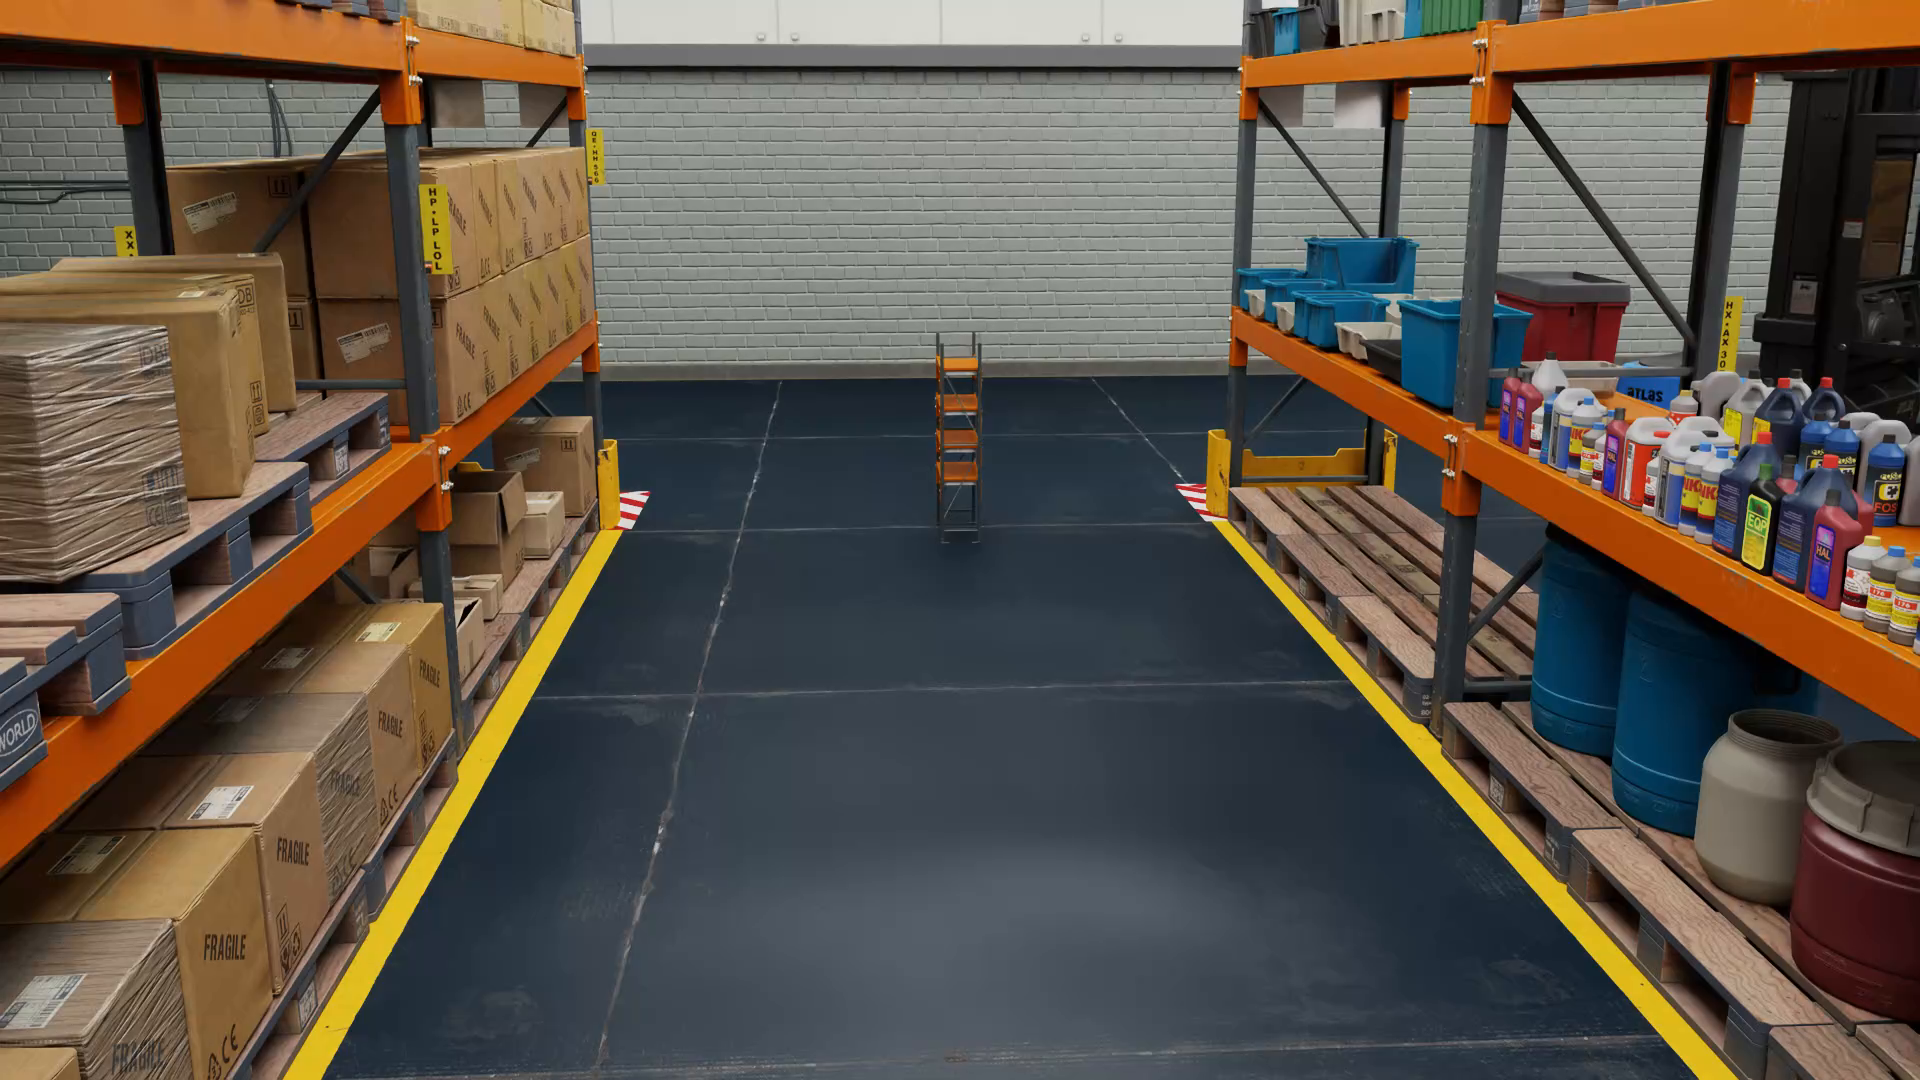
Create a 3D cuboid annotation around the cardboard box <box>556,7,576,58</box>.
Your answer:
[{"bbox_3d":[-2.438,-2.826,9.270,0.500,0.250,0.500,-1,14,-3],"label":"cardboard box"}]

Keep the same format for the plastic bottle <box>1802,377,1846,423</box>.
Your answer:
[{"bbox_3d":[2.854,-0.357,5.492,0.144,0.351,0.185,-1,14,-3],"label":"plastic bottle"}]

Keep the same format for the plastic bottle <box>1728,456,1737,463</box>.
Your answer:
[{"bbox_3d":[2.302,-0.151,4.994,0.097,0.201,0.097,0,14,0],"label":"plastic bottle"}]

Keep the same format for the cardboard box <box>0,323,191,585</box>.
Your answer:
[{"bbox_3d":[-2.255,-0.217,3.806,0.700,0.500,0.500,2,15,7],"label":"cardboard box"}]

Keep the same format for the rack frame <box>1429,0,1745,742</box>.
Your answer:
[{"bbox_3d":[2.459,-0.650,6.533,1.000,3.000,0.127,-1,14,-3],"label":"rack frame"}]

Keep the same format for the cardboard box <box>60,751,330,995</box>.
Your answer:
[{"bbox_3d":[-2.082,0.916,4.582,0.500,0.500,0.500,-1,14,-5],"label":"cardboard box"}]

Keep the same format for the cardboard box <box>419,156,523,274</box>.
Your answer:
[{"bbox_3d":[-2.298,-1.485,7.570,0.500,0.500,0.500,-1,14,-5],"label":"cardboard box"}]

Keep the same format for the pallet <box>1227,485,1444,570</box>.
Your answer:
[{"bbox_3d":[2.223,-0.089,9.947,1.003,0.211,1.213,-1,14,-3],"label":"pallet"}]

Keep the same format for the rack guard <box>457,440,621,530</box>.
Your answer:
[{"bbox_3d":[-2.729,-0.340,10.344,1.175,0.500,0.348,-1,14,-3],"label":"rack guard"}]

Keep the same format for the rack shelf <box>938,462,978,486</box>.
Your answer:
[{"bbox_3d":[-0.010,-0.403,10.093,0.221,0.050,0.457,-1,14,-3],"label":"rack shelf"}]

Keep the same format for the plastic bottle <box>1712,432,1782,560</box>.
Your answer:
[{"bbox_3d":[2.197,-0.129,4.607,0.144,0.351,0.185,-1,14,-3],"label":"plastic bottle"}]

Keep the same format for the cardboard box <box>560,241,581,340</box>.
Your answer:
[{"bbox_3d":[-2.398,-1.382,9.175,0.500,0.500,0.500,-1,14,-3],"label":"cardboard box"}]

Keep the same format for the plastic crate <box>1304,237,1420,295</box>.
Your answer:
[{"bbox_3d":[2.418,-1.611,10.075,0.616,0.435,0.499,-1,14,-3],"label":"plastic crate"}]

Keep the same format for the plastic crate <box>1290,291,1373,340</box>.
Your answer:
[{"bbox_3d":[1.979,-1.199,8.882,0.416,0.233,0.300,-1,14,-3],"label":"plastic crate"}]

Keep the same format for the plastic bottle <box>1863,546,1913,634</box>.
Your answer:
[{"bbox_3d":[2.216,0.115,3.957,0.097,0.201,0.097,0,14,0],"label":"plastic bottle"}]

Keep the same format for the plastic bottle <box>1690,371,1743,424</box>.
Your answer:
[{"bbox_3d":[2.806,-0.497,6.187,0.152,0.276,0.135,-1,14,-3],"label":"plastic bottle"}]

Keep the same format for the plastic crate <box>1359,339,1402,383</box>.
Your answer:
[{"bbox_3d":[2.121,-0.820,7.626,0.437,0.125,0.590,-1,14,-3],"label":"plastic crate"}]

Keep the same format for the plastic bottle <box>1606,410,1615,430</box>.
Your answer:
[{"bbox_3d":[2.253,-0.348,5.759,0.097,0.201,0.097,0,14,0],"label":"plastic bottle"}]

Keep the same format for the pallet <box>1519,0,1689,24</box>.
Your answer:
[{"bbox_3d":[0.245,0.091,3.629,6.198,3.011,5.144,-1,14,-3],"label":"pallet"}]

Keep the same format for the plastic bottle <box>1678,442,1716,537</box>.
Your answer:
[{"bbox_3d":[2.159,-0.149,4.846,0.097,0.271,0.097,0,14,0],"label":"plastic bottle"}]

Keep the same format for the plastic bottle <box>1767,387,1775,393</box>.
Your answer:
[{"bbox_3d":[2.828,-0.406,5.834,0.152,0.276,0.135,-1,14,-3],"label":"plastic bottle"}]

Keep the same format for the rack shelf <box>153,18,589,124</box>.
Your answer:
[{"bbox_3d":[-2.609,-2.176,7.888,1.077,0.370,4.000,-1,14,-3],"label":"rack shelf"}]

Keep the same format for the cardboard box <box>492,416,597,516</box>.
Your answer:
[{"bbox_3d":[-2.454,-0.440,9.852,0.500,0.500,0.500,-1,14,-3],"label":"cardboard box"}]

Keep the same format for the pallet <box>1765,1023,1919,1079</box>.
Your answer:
[{"bbox_3d":[2.616,1.500,3.774,1.003,0.211,1.213,-1,14,-3],"label":"pallet"}]

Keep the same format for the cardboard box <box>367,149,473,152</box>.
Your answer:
[{"bbox_3d":[-2.929,-1.858,9.019,0.500,0.500,0.500,-1,14,-3],"label":"cardboard box"}]

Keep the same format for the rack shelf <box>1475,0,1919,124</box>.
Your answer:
[{"bbox_3d":[2.582,-1.257,4.316,1.077,0.370,4.000,-1,14,-3],"label":"rack shelf"}]

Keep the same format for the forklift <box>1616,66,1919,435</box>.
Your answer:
[{"bbox_3d":[5.189,-1.214,8.864,1.130,2.935,3.031,-12,19,-40],"label":"forklift"}]

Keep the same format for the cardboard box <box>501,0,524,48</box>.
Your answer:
[{"bbox_3d":[-2.359,-2.452,7.819,0.500,0.250,0.500,-1,14,-3],"label":"cardboard box"}]

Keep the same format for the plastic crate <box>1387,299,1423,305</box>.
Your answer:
[{"bbox_3d":[2.446,-1.274,9.366,0.396,0.136,0.243,-1,14,-3],"label":"plastic crate"}]

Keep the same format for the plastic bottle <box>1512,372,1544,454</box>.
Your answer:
[{"bbox_3d":[2.064,-0.463,6.039,0.061,0.283,0.133,-1,14,-3],"label":"plastic bottle"}]

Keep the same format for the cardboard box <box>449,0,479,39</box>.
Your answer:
[{"bbox_3d":[-2.296,-2.204,6.853,0.500,0.250,0.500,-1,14,-3],"label":"cardboard box"}]

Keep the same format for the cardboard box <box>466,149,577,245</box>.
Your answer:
[{"bbox_3d":[-2.399,-1.870,9.067,0.500,0.500,0.500,0,14,-2],"label":"cardboard box"}]

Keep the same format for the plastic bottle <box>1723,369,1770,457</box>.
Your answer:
[{"bbox_3d":[2.698,-0.400,5.662,0.144,0.351,0.185,-1,14,-3],"label":"plastic bottle"}]

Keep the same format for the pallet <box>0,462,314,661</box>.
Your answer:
[{"bbox_3d":[-2.363,0.030,4.276,1.003,0.211,1.213,-1,14,-3],"label":"pallet"}]

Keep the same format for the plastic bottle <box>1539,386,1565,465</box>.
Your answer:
[{"bbox_3d":[2.095,-0.404,5.836,0.097,0.271,0.097,0,14,0],"label":"plastic bottle"}]

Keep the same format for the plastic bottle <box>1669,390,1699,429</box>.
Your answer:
[{"bbox_3d":[2.682,-0.454,6.171,0.097,0.201,0.097,0,14,0],"label":"plastic bottle"}]

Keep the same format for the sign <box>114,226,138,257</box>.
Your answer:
[{"bbox_3d":[-3.027,-0.983,6.092,0.100,0.325,0.005,-1,14,-3],"label":"sign"}]

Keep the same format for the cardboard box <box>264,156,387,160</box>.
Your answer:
[{"bbox_3d":[-2.841,-1.482,7.558,0.500,0.500,0.500,-1,14,-3],"label":"cardboard box"}]

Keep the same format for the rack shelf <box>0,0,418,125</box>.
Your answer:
[{"bbox_3d":[-2.362,-1.181,4.022,1.077,0.370,4.000,-1,14,-3],"label":"rack shelf"}]

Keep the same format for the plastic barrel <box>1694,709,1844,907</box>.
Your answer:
[{"bbox_3d":[2.465,0.805,5.028,0.421,0.512,0.421,0,14,0],"label":"plastic barrel"}]

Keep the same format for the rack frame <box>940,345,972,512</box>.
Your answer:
[{"bbox_3d":[-0.025,-0.683,10.273,0.228,1.046,0.006,-1,14,-3],"label":"rack frame"}]

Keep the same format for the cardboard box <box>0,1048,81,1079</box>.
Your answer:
[{"bbox_3d":[-1.981,1.300,3.087,0.500,0.500,0.500,0,14,-1],"label":"cardboard box"}]

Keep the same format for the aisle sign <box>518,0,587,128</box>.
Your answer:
[{"bbox_3d":[-2.432,-2.850,9.866,0.394,0.787,0.004,-1,14,-3],"label":"aisle sign"}]

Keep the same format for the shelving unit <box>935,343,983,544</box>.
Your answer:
[{"bbox_3d":[-0.010,-0.622,10.035,0.258,1.200,0.499,-1,14,-3],"label":"shelving unit"}]

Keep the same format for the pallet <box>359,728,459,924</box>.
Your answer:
[{"bbox_3d":[-2.397,0.978,5.803,1.003,0.211,1.213,-1,14,-3],"label":"pallet"}]

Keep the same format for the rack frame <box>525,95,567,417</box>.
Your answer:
[{"bbox_3d":[-2.737,-1.569,10.106,0.949,2.616,0.053,-1,14,-3],"label":"rack frame"}]

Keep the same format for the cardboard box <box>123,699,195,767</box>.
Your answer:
[{"bbox_3d":[-2.631,0.804,5.015,0.500,0.500,0.500,-1,14,-3],"label":"cardboard box"}]

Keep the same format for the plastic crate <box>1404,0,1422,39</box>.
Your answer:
[{"bbox_3d":[2.084,-2.243,7.041,0.416,0.233,0.300,-1,14,-3],"label":"plastic crate"}]

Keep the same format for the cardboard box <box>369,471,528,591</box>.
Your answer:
[{"bbox_3d":[-2.607,-0.046,8.311,0.797,0.503,0.637,-1,14,-3],"label":"cardboard box"}]

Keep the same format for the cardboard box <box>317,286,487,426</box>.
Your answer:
[{"bbox_3d":[-2.245,-0.754,6.736,0.500,0.500,0.500,-1,14,-2],"label":"cardboard box"}]
